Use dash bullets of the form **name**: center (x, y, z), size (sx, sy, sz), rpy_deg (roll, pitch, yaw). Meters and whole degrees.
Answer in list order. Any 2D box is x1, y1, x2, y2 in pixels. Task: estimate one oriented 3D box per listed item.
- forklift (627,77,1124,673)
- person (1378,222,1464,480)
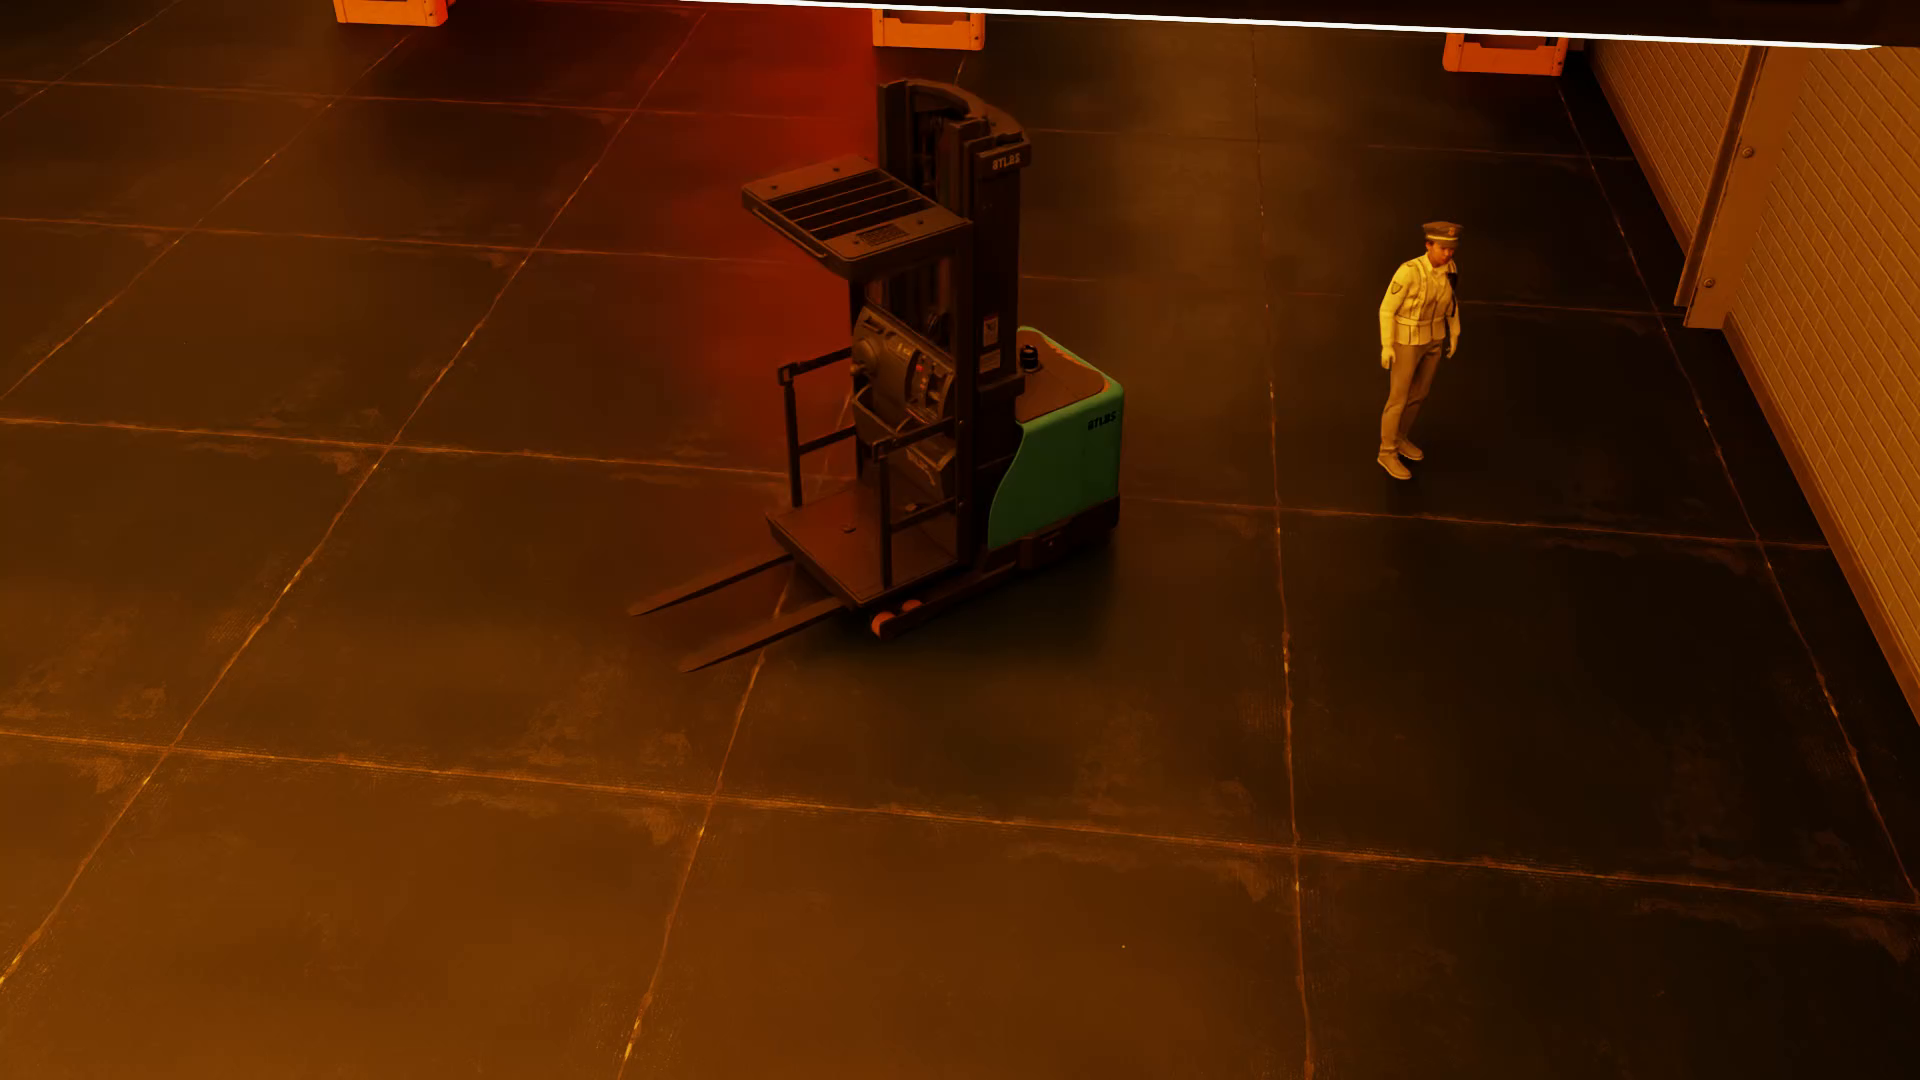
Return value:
- **forklift**: center (-0.495, -0.956, 9.326), size (3.031, 2.935, 1.130), rpy_deg (-23, 42, -28)
- **person**: center (3.022, -1.245, 10.767), size (0.619, 1.691, 0.488), rpy_deg (-18, 40, -23)
